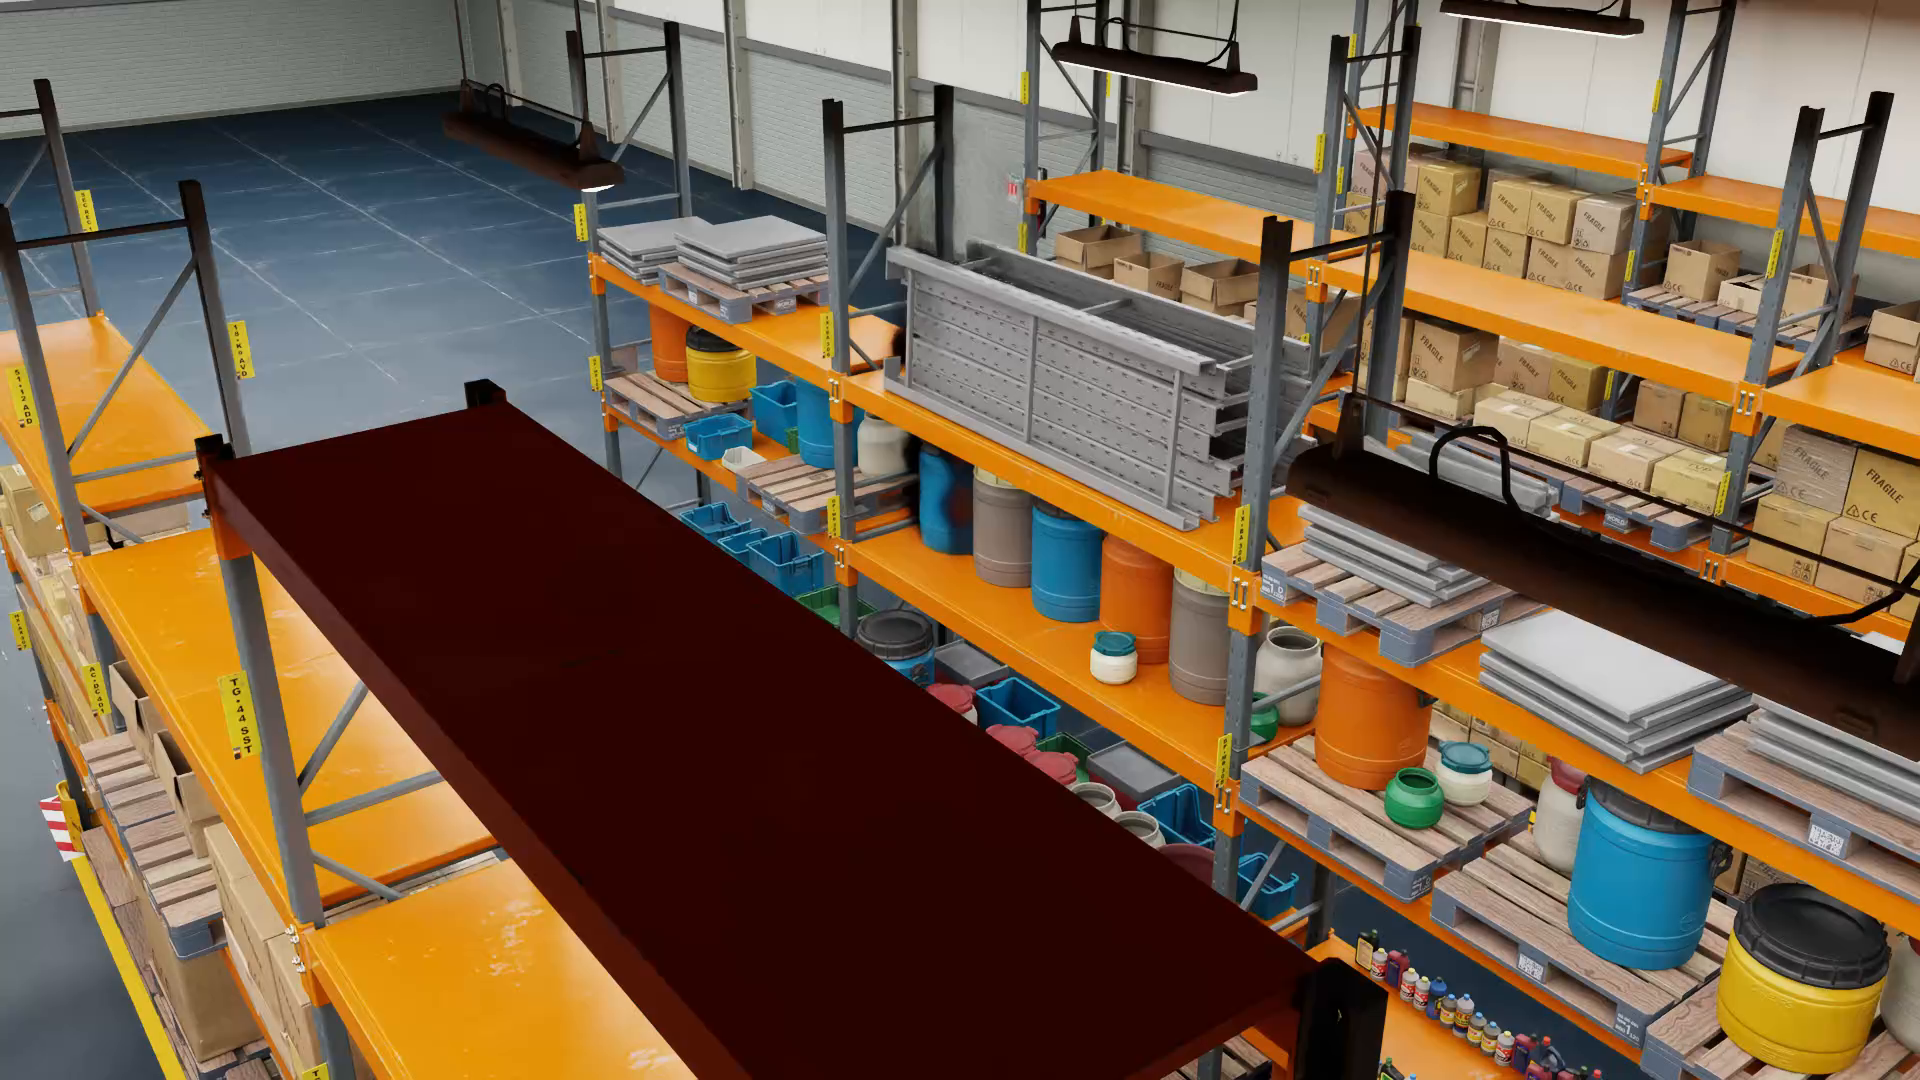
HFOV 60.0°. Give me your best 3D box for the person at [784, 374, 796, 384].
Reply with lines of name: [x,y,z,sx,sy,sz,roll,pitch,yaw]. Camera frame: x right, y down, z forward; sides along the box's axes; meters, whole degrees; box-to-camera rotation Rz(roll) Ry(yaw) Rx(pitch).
person: [-1.980,-1.226,19.781,0.540,1.567,0.521,-3,25,-6]
